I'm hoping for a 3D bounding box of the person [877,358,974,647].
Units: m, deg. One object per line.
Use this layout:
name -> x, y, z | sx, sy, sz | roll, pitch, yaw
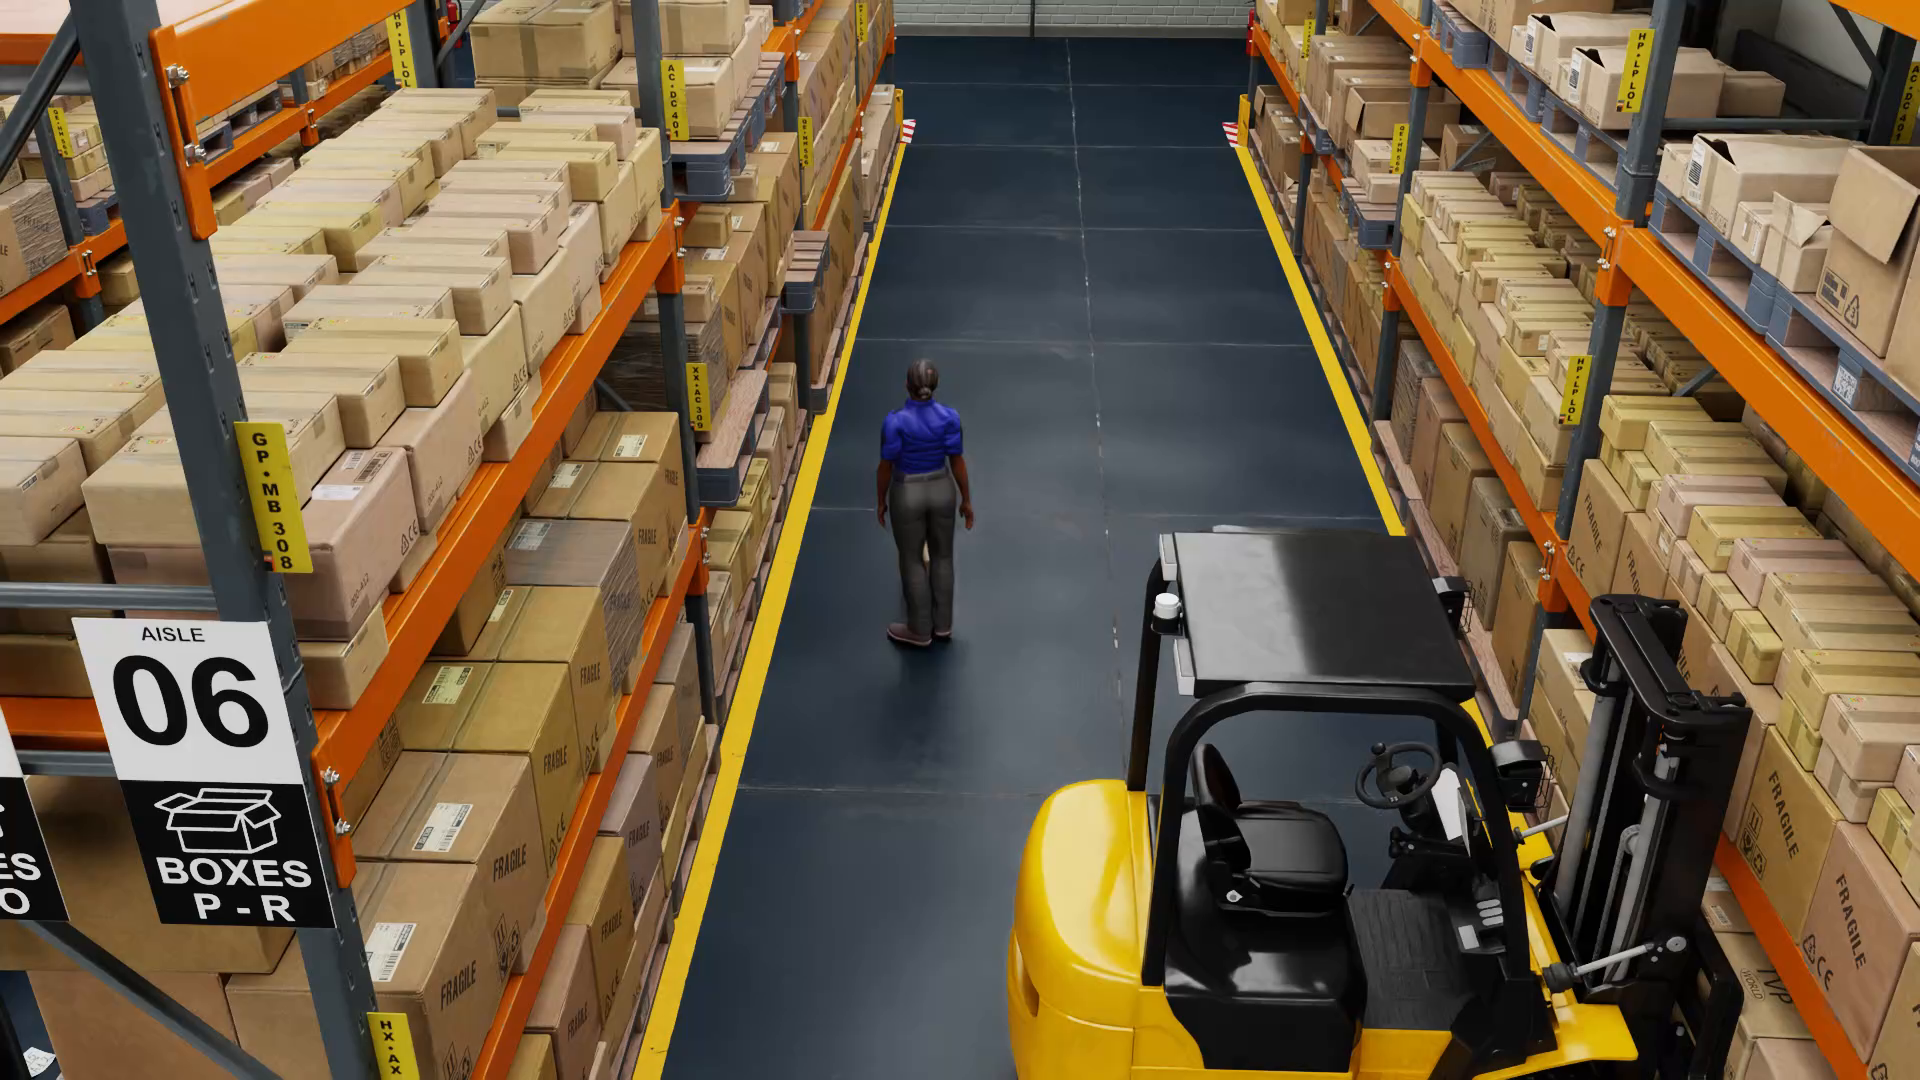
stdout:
person -> -0.188, -0.209, 8.988 | 0.489, 1.659, 0.371 | -8, 29, -14
